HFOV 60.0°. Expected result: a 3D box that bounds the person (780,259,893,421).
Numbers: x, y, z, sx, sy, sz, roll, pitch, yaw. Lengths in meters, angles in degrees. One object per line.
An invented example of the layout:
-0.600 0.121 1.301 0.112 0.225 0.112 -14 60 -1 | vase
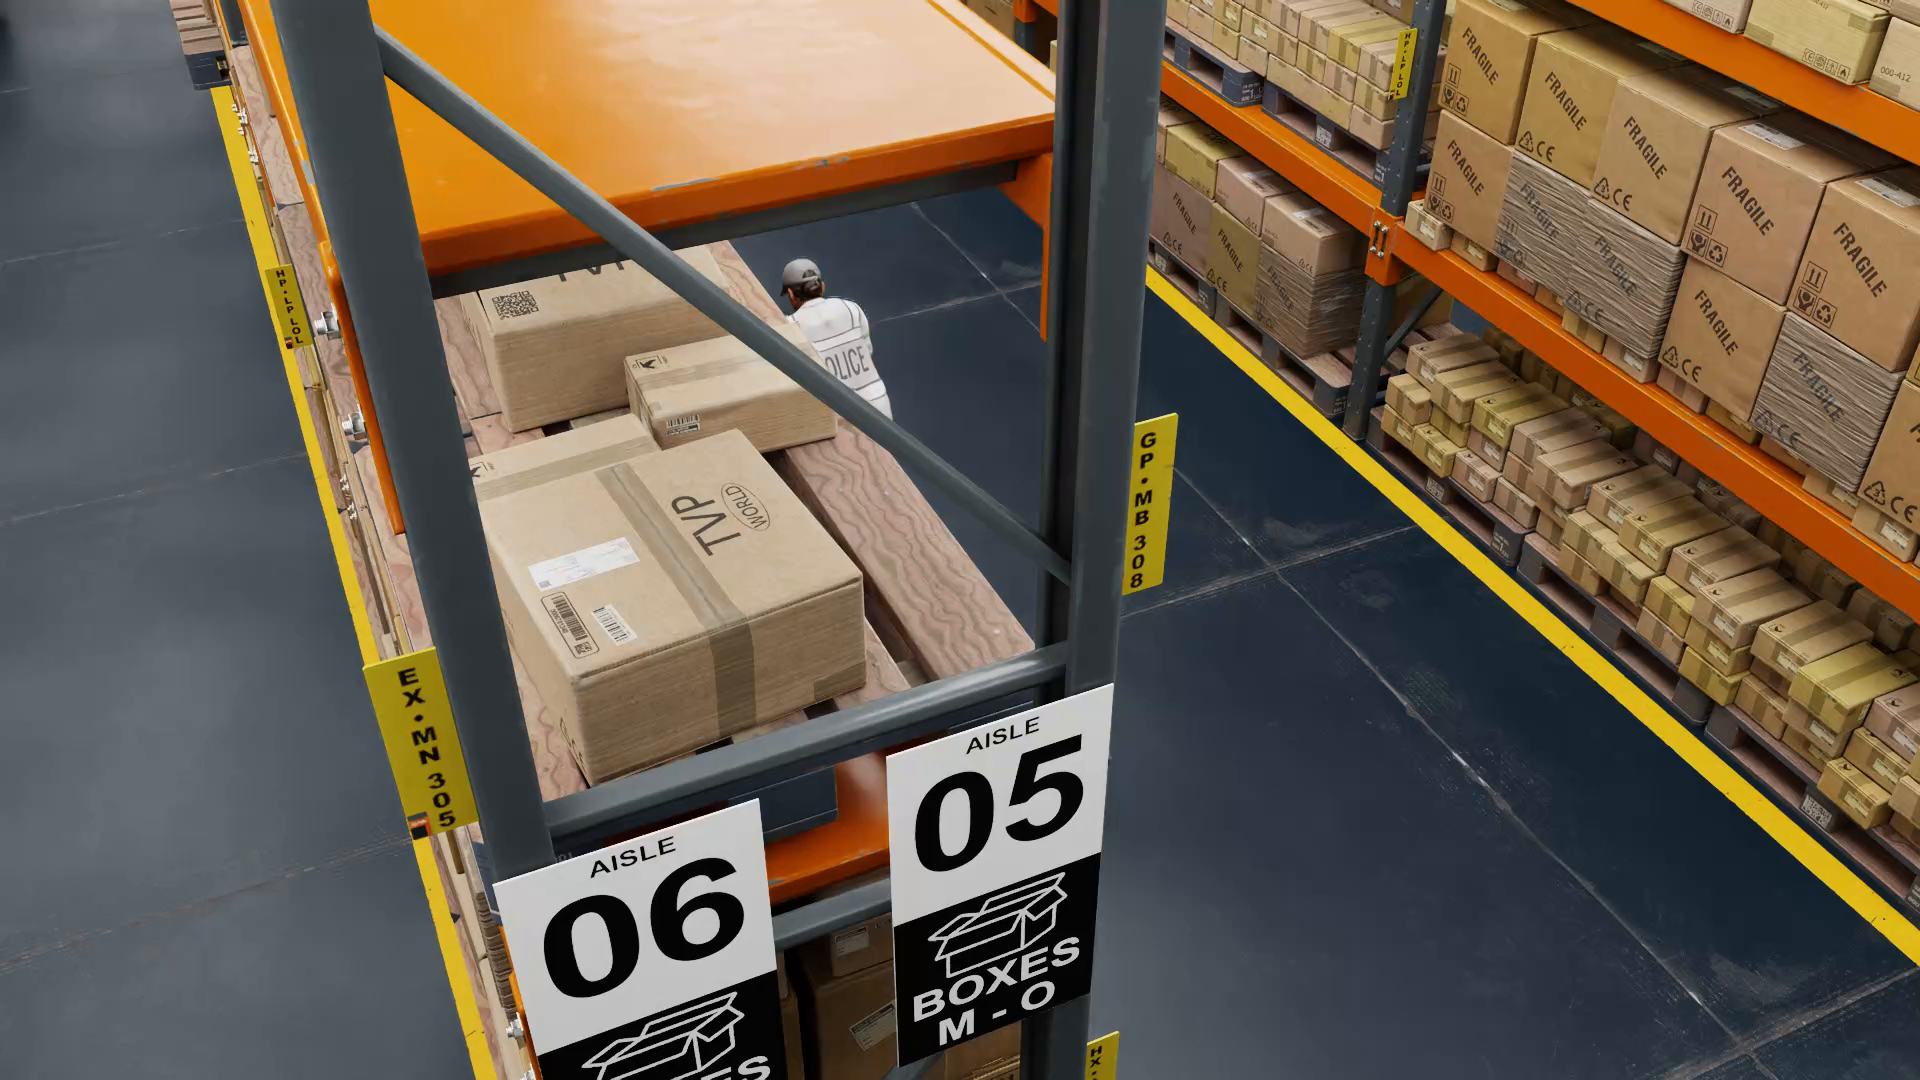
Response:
-0.624 -0.579 7.808 0.533 1.432 0.691 -16 40 -19 | person
